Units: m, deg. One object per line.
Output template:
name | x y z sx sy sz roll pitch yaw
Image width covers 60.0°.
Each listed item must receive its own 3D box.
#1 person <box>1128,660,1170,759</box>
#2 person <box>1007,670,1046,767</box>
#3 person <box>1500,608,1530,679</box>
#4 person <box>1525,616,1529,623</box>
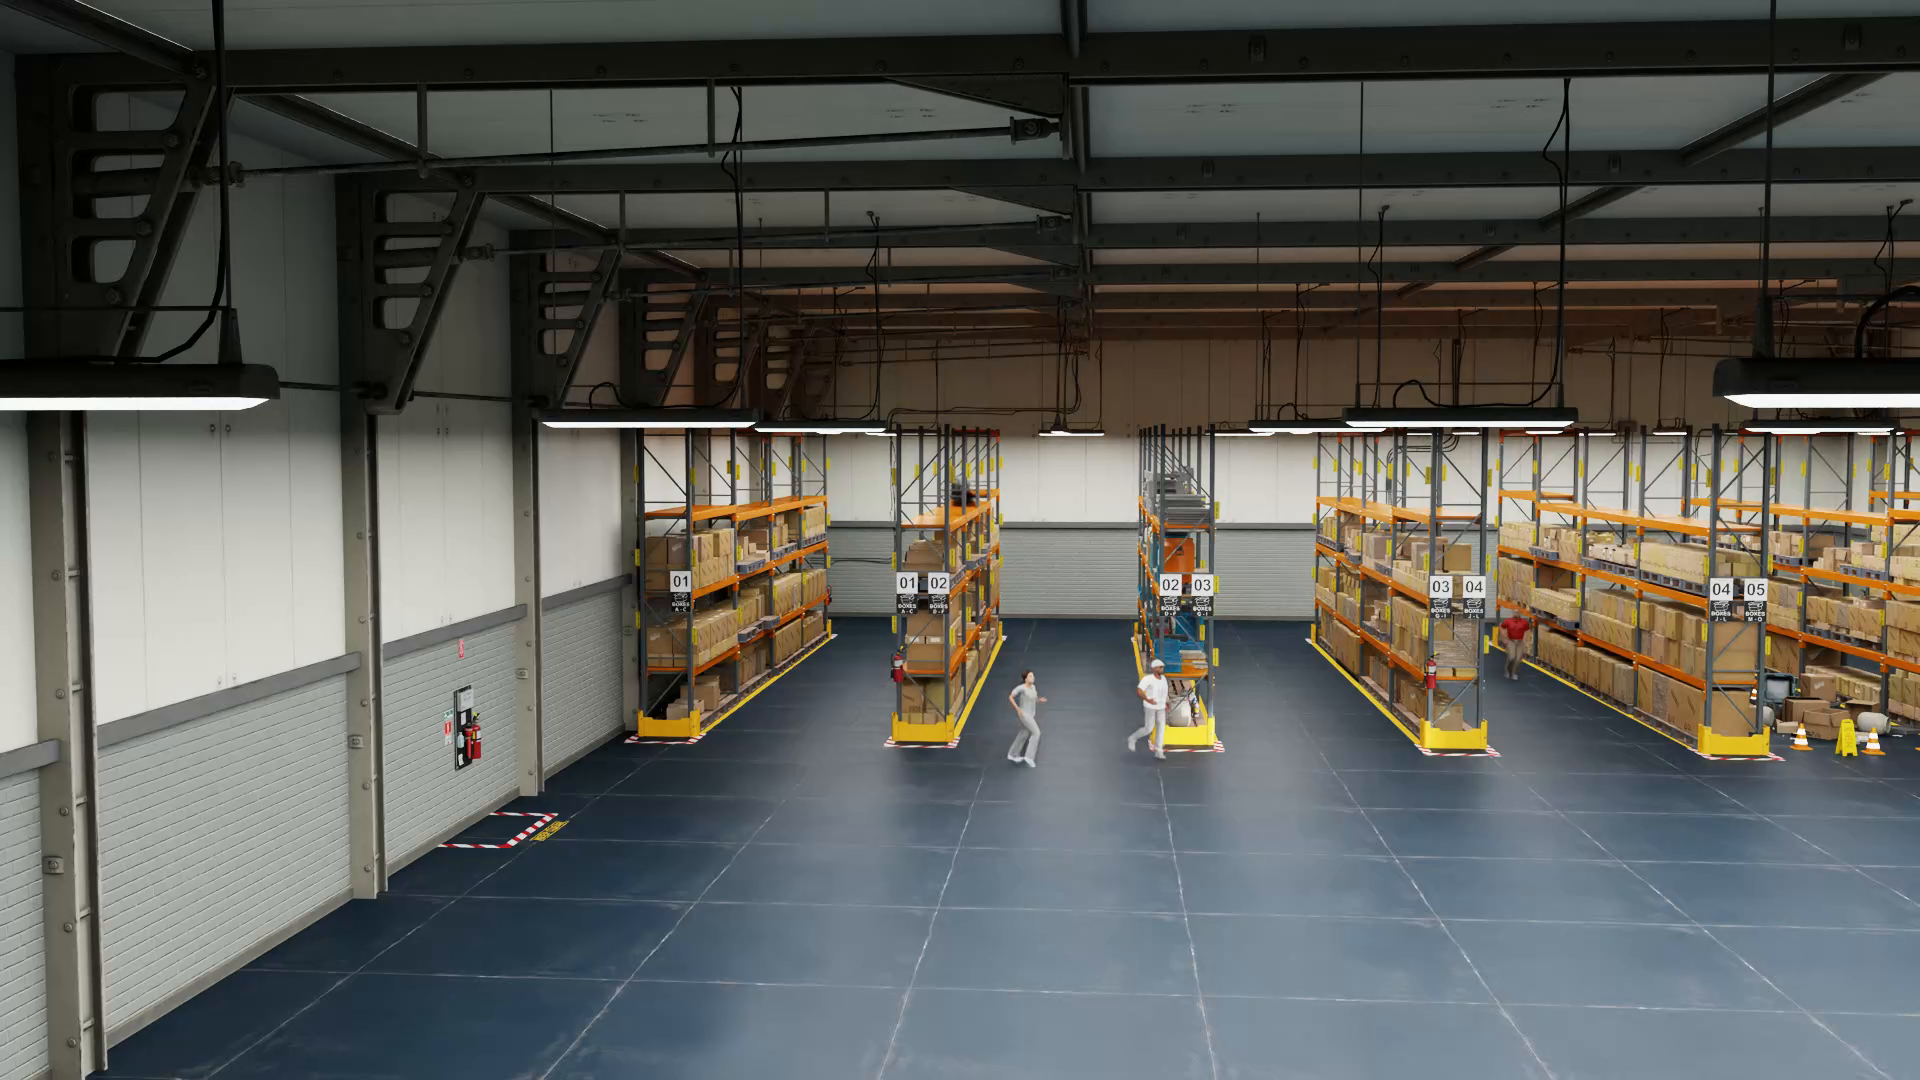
person | 3.532 3.025 29.980 0.765 1.725 0.932 -2 4 -35
person | 1.173 3.127 29.169 0.734 1.723 0.536 2 4 29
person | 13.201 2.472 39.455 0.667 1.701 0.617 0 3 3
person | 16.314 1.995 47.265 0.523 1.710 0.719 3 5 43
